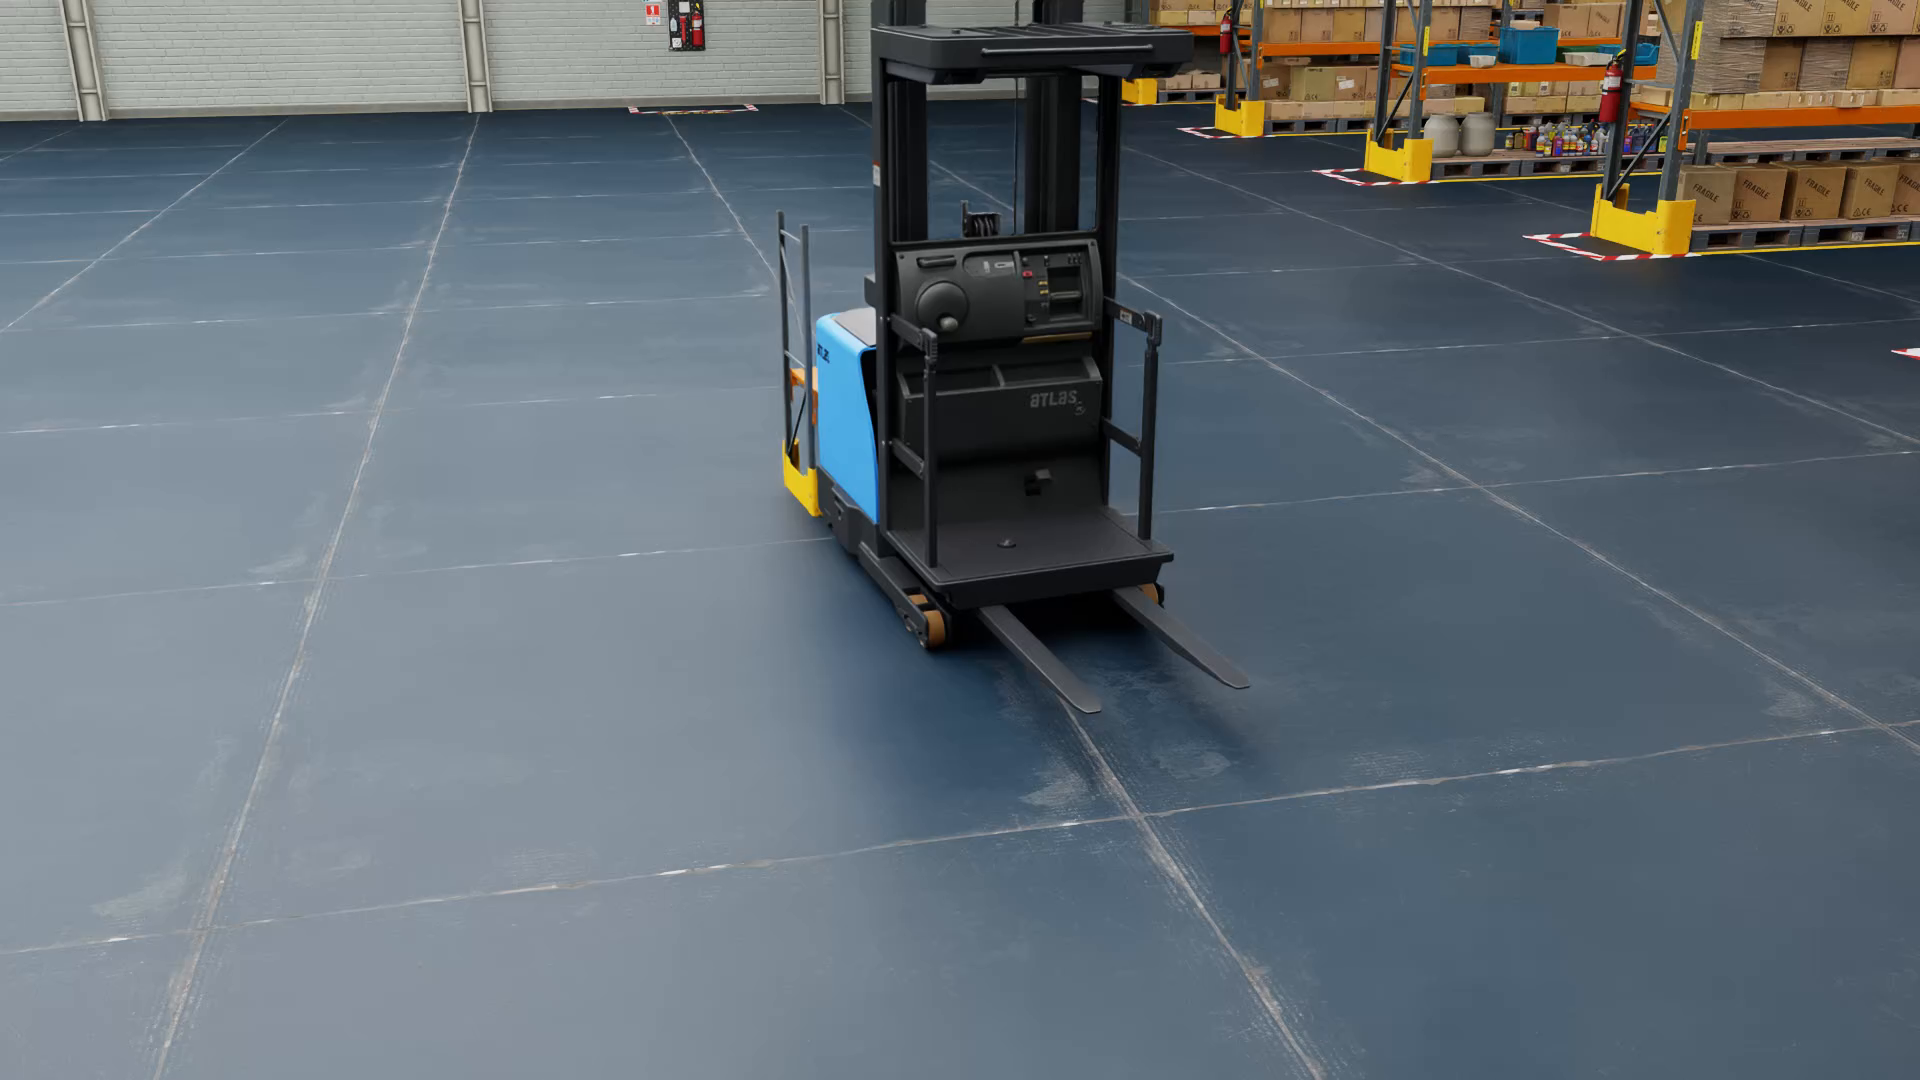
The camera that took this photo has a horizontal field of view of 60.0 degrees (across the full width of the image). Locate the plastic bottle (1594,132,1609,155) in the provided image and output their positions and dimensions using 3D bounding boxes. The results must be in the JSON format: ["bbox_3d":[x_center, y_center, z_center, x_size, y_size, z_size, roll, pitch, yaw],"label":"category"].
[{"bbox_3d":[8.052,-4.986,20.884,0.135,0.276,0.152,-4,21,-11],"label":"plastic bottle"}]

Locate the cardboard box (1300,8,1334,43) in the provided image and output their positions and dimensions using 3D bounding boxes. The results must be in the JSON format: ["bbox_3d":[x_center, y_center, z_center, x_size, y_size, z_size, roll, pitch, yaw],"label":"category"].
[{"bbox_3d":[5.211,-7.722,24.889,0.500,0.500,0.700,-4,21,-11],"label":"cardboard box"}]

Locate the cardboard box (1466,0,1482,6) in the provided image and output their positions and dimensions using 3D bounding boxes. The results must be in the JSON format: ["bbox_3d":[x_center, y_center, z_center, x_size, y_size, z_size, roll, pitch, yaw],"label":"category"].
[{"bbox_3d":[7.680,-8.155,25.129,0.250,0.149,0.380,-5,21,-14],"label":"cardboard box"}]

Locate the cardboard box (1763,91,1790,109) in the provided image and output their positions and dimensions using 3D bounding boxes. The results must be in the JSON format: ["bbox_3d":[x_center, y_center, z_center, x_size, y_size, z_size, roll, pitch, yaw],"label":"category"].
[{"bbox_3d":[7.585,-4.163,15.683,0.250,0.149,0.380,-5,21,-12],"label":"cardboard box"}]

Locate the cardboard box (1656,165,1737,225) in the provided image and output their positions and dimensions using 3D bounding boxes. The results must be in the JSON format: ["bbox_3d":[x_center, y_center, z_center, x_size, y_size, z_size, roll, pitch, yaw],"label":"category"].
[{"bbox_3d":[7.131,-3.350,16.124,0.500,0.500,0.500,-1,20,-2],"label":"cardboard box"}]

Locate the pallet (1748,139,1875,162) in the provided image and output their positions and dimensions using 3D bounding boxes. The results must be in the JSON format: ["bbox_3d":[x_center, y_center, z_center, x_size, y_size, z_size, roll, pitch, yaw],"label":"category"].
[{"bbox_3d":[11.217,-5.121,21.988,1.213,0.211,1.003,-5,21,-12],"label":"pallet"}]

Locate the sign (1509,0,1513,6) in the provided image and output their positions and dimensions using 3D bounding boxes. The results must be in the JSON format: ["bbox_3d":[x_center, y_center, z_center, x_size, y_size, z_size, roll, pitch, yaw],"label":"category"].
[{"bbox_3d":[8.266,-8.174,24.894,0.005,0.325,0.100,-5,21,-12],"label":"sign"}]

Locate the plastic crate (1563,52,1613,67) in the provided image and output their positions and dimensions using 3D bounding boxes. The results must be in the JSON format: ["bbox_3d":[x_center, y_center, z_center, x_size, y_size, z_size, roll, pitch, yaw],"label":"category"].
[{"bbox_3d":[7.751,-5.921,20.500,0.437,0.136,0.530,-5,21,-12],"label":"plastic crate"}]

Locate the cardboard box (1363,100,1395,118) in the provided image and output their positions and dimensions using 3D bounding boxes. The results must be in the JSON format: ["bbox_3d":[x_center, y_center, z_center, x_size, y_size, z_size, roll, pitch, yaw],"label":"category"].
[{"bbox_3d":[6.277,-6.592,25.335,0.500,0.250,0.500,-5,21,-12],"label":"cardboard box"}]

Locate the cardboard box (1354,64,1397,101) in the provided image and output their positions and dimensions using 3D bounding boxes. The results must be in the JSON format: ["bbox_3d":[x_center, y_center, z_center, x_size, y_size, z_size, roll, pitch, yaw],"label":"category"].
[{"bbox_3d":[6.277,-6.943,25.205,0.500,0.500,0.500,-5,21,-12],"label":"cardboard box"}]

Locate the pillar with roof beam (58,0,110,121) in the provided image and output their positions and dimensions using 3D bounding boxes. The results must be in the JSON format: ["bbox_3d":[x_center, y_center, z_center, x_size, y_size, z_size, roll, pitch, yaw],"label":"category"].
[{"bbox_3d":[-12.944,-9.553,21.312,0.400,9.000,9.100,-5,21,-12],"label":"pillar with roof beam"}]

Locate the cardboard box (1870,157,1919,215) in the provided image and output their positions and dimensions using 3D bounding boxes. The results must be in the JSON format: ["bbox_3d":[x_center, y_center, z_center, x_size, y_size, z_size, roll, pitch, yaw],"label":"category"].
[{"bbox_3d":[9.458,-3.557,16.688,0.500,0.500,0.500,2,20,5],"label":"cardboard box"}]

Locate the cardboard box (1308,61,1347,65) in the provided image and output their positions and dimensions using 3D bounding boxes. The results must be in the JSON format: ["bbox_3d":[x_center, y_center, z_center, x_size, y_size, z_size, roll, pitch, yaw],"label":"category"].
[{"bbox_3d":[5.667,-7.084,25.588,0.500,0.500,0.500,-5,21,-12],"label":"cardboard box"}]

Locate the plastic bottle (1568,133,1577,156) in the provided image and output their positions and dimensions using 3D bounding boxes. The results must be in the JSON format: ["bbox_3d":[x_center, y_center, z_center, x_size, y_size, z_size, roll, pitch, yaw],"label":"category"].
[{"bbox_3d":[7.647,-4.941,20.769,0.097,0.271,0.097,0,20,0],"label":"plastic bottle"}]

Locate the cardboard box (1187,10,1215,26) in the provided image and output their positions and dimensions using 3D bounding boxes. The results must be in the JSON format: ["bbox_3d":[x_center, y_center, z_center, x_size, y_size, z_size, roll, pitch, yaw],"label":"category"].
[{"bbox_3d":[4.150,-9.174,29.188,0.500,0.250,0.500,-5,21,-14],"label":"cardboard box"}]

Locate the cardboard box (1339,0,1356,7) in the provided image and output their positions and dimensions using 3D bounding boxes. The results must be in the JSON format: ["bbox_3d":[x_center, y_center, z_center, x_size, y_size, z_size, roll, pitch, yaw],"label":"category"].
[{"bbox_3d":[5.679,-7.992,24.683,0.250,0.149,0.380,-5,21,-14],"label":"cardboard box"}]

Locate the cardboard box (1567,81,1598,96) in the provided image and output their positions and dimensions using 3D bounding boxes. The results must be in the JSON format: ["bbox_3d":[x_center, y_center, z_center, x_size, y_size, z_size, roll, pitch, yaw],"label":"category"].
[{"bbox_3d":[9.588,-7.114,25.946,0.500,0.311,0.500,-5,21,-14],"label":"cardboard box"}]

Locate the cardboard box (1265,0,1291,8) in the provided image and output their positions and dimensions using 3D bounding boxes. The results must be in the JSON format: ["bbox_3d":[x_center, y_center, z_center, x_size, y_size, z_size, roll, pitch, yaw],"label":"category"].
[{"bbox_3d":[4.675,-7.910,24.459,0.250,0.149,0.380,-5,21,-13],"label":"cardboard box"}]

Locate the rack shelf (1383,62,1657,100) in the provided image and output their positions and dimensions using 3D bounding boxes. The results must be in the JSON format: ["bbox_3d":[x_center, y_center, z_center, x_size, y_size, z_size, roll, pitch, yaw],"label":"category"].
[{"bbox_3d":[7.326,-5.762,20.728,4.000,0.370,1.077,-5,21,-12],"label":"rack shelf"}]

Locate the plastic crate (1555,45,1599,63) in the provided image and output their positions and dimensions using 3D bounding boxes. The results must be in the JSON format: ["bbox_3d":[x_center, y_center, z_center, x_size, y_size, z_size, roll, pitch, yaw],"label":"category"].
[{"bbox_3d":[7.887,-6.145,21.038,0.662,0.188,0.450,-5,21,-12],"label":"plastic crate"}]

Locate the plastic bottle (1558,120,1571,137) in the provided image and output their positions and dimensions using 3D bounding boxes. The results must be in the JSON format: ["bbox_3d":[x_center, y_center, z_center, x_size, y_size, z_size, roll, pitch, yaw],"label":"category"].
[{"bbox_3d":[7.794,-5.247,21.489,0.185,0.351,0.144,-5,21,-13],"label":"plastic bottle"}]

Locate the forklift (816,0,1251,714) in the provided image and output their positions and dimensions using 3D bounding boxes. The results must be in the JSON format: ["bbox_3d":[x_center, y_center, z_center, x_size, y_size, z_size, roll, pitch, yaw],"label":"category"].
[{"bbox_3d":[0.252,-1.073,6.984,1.130,2.935,3.031,-7,21,-19],"label":"forklift"}]

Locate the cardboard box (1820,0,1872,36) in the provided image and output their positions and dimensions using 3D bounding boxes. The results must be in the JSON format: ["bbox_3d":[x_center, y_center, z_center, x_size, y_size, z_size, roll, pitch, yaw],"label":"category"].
[{"bbox_3d":[8.092,-4.969,15.487,0.500,0.500,0.500,-5,21,-12],"label":"cardboard box"}]

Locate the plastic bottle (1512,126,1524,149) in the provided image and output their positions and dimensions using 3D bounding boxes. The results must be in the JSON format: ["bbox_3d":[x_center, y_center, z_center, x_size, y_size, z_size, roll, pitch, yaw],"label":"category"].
[{"bbox_3d":[7.176,-5.180,21.403,0.133,0.283,0.061,-4,21,-11],"label":"plastic bottle"}]

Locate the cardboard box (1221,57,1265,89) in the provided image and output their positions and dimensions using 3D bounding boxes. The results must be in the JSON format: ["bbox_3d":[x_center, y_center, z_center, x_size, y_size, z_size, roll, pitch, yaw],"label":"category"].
[{"bbox_3d":[5.074,-8.401,29.883,0.500,0.500,0.700,-6,21,-16],"label":"cardboard box"}]

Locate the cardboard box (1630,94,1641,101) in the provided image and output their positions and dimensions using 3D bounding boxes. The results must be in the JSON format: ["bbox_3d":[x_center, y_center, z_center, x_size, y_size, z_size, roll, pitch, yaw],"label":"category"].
[{"bbox_3d":[10.582,-6.935,26.272,0.500,0.250,0.500,-4,21,-11],"label":"cardboard box"}]

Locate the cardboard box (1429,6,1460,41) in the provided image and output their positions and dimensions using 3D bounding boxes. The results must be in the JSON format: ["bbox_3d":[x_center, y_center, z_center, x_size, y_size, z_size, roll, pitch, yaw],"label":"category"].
[{"bbox_3d":[7.194,-7.882,25.325,0.500,0.500,0.700,-5,21,-13],"label":"cardboard box"}]

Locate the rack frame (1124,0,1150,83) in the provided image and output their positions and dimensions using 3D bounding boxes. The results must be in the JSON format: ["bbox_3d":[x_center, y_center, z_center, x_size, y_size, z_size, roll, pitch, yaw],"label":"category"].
[{"bbox_3d":[3.100,-9.257,29.225,0.127,3.000,1.000,-5,21,-12],"label":"rack frame"}]

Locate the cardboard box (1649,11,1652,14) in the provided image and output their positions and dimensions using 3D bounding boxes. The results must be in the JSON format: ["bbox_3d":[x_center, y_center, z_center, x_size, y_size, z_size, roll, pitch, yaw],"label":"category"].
[{"bbox_3d":[12.749,-9.855,31.194,0.250,0.149,0.380,-5,21,-12],"label":"cardboard box"}]

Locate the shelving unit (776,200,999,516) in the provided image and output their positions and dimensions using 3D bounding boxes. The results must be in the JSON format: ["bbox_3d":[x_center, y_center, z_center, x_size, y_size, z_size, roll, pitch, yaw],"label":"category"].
[{"bbox_3d":[-0.366,-0.988,8.832,1.083,1.500,0.587,-7,21,-19],"label":"shelving unit"}]

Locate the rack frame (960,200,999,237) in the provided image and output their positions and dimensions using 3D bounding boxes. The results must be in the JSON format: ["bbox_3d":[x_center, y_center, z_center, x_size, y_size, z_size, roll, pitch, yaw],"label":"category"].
[{"bbox_3d":[0.101,-1.049,8.998,0.032,1.500,0.500,-7,21,-19],"label":"rack frame"}]

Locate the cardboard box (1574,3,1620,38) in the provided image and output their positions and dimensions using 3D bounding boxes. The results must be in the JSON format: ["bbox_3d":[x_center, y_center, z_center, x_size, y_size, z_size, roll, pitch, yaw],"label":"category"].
[{"bbox_3d":[9.888,-8.100,25.920,0.500,0.500,0.500,-5,21,-12],"label":"cardboard box"}]

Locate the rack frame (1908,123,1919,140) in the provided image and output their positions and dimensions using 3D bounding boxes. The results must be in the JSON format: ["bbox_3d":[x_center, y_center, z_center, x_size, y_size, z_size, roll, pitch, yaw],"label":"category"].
[{"bbox_3d":[13.165,-6.574,21.901,0.127,3.000,1.000,-5,21,-12],"label":"rack frame"}]

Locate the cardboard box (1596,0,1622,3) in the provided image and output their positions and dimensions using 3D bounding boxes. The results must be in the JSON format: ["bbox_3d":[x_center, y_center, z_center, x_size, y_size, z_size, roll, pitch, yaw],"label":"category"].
[{"bbox_3d":[11.929,-10.078,30.858,0.500,0.500,0.500,-4,20,-11],"label":"cardboard box"}]

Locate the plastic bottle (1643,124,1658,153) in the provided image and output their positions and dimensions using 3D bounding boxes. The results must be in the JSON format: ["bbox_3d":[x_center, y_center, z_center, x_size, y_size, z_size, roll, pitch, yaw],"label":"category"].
[{"bbox_3d":[8.712,-5.073,21.014,0.185,0.351,0.144,-5,21,-14],"label":"plastic bottle"}]

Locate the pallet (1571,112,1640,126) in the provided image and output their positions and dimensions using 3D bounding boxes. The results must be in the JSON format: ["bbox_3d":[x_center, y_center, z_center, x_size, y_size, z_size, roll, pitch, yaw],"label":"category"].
[{"bbox_3d":[10.034,-6.776,26.505,1.213,0.211,1.003,-5,21,-12],"label":"pallet"}]

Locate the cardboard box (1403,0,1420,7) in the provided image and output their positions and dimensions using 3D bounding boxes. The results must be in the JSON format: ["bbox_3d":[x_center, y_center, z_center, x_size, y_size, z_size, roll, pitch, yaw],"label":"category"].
[{"bbox_3d":[6.685,-8.074,24.907,0.250,0.149,0.380,-4,21,-11],"label":"cardboard box"}]

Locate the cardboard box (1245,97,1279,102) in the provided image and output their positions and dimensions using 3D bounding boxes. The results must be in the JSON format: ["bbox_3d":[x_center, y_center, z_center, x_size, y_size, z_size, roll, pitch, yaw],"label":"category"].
[{"bbox_3d":[4.698,-6.647,25.486,0.500,0.250,0.500,-5,21,-12],"label":"cardboard box"}]

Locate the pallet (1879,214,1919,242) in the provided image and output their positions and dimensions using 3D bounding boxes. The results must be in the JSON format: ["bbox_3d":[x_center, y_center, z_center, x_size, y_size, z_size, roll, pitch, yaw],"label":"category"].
[{"bbox_3d":[9.767,-3.225,16.813,1.213,0.211,1.003,-5,21,-12],"label":"pallet"}]

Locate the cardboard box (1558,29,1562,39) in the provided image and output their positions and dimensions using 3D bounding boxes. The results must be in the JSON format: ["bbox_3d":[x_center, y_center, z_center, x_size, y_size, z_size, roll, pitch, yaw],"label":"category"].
[{"bbox_3d":[9.046,-7.800,25.611,0.250,0.149,0.380,-5,21,-12],"label":"cardboard box"}]

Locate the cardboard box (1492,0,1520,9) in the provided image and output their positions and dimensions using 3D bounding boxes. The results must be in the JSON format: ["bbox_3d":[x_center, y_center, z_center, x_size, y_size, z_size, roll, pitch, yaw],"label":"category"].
[{"bbox_3d":[9.893,-10.050,30.605,0.500,0.500,0.700,-7,21,-18],"label":"cardboard box"}]

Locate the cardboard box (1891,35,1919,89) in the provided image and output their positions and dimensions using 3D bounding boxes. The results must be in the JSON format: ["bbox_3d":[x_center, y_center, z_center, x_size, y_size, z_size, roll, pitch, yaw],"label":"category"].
[{"bbox_3d":[9.002,-4.670,16.126,0.500,0.500,0.875,-5,21,-12],"label":"cardboard box"}]

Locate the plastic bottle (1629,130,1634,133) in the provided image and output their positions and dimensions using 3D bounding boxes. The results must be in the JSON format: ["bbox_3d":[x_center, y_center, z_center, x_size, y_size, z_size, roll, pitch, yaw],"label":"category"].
[{"bbox_3d":[8.763,-5.264,21.752,0.097,0.201,0.097,0,20,0],"label":"plastic bottle"}]

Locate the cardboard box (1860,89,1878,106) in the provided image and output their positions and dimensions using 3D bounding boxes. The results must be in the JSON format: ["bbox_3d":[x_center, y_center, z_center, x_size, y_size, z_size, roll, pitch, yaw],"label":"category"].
[{"bbox_3d":[8.547,-4.258,15.944,0.250,0.149,0.380,-5,21,-12],"label":"cardboard box"}]

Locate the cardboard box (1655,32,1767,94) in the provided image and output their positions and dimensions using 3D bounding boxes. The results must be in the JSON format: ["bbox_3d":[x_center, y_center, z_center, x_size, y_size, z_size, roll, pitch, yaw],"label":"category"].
[{"bbox_3d":[7.061,-4.504,15.672,0.500,0.500,0.875,-5,21,-12],"label":"cardboard box"}]

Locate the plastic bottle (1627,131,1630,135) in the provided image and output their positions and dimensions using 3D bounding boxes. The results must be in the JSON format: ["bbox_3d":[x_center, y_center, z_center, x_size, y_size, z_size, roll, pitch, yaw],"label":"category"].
[{"bbox_3d":[8.467,-5.070,21.115,0.135,0.276,0.152,-5,21,-12],"label":"plastic bottle"}]

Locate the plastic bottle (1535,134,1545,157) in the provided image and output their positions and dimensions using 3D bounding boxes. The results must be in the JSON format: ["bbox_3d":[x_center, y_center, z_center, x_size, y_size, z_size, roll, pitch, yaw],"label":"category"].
[{"bbox_3d":[7.216,-4.906,20.673,0.097,0.271,0.097,0,20,0],"label":"plastic bottle"}]

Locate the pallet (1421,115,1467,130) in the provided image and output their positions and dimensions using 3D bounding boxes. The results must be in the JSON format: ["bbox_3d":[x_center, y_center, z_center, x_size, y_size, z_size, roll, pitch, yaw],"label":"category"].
[{"bbox_3d":[7.353,-6.558,25.910,1.213,0.211,1.003,-5,21,-12],"label":"pallet"}]

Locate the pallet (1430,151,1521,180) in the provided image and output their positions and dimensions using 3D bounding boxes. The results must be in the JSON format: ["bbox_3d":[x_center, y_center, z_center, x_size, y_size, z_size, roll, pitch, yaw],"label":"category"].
[{"bbox_3d":[6.235,-4.716,20.882,1.213,0.211,1.003,-5,21,-12],"label":"pallet"}]

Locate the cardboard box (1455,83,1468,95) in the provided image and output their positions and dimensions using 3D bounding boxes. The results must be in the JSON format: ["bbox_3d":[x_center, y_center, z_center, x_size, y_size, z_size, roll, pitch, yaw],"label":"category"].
[{"bbox_3d":[7.613,-7.242,26.021,0.500,0.500,0.500,-5,21,-12],"label":"cardboard box"}]

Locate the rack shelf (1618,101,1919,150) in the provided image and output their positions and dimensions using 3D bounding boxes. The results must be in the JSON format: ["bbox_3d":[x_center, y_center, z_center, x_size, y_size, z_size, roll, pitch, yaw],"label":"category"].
[{"bbox_3d":[8.466,-4.104,16.202,4.000,0.370,1.077,-5,21,-12],"label":"rack shelf"}]

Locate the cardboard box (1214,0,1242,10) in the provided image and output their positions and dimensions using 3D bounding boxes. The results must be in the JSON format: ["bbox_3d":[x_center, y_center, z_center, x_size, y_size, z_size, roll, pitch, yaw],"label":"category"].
[{"bbox_3d":[4.621,-9.560,29.151,0.500,0.500,0.500,-5,21,-14],"label":"cardboard box"}]

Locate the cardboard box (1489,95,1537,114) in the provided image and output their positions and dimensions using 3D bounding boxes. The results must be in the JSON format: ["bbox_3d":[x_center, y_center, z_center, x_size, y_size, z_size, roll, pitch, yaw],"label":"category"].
[{"bbox_3d":[8.586,-6.771,25.825,0.500,0.250,0.500,-5,21,-14],"label":"cardboard box"}]

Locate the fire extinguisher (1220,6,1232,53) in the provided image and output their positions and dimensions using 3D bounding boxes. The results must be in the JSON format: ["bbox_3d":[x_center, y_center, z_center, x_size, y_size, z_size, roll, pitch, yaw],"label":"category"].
[{"bbox_3d":[4.022,-7.709,25.112,0.183,0.674,0.296,-5,21,-12],"label":"fire extinguisher"}]

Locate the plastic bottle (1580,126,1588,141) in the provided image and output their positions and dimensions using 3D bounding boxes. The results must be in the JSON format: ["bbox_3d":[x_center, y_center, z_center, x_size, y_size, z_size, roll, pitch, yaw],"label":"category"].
[{"bbox_3d":[8.073,-5.219,21.528,0.097,0.271,0.097,0,20,0],"label":"plastic bottle"}]

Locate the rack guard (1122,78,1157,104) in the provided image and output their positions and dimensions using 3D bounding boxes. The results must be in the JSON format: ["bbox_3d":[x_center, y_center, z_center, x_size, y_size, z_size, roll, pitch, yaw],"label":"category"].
[{"bbox_3d":[3.174,-8.090,29.672,0.348,0.500,1.175,-5,21,-12],"label":"rack guard"}]
